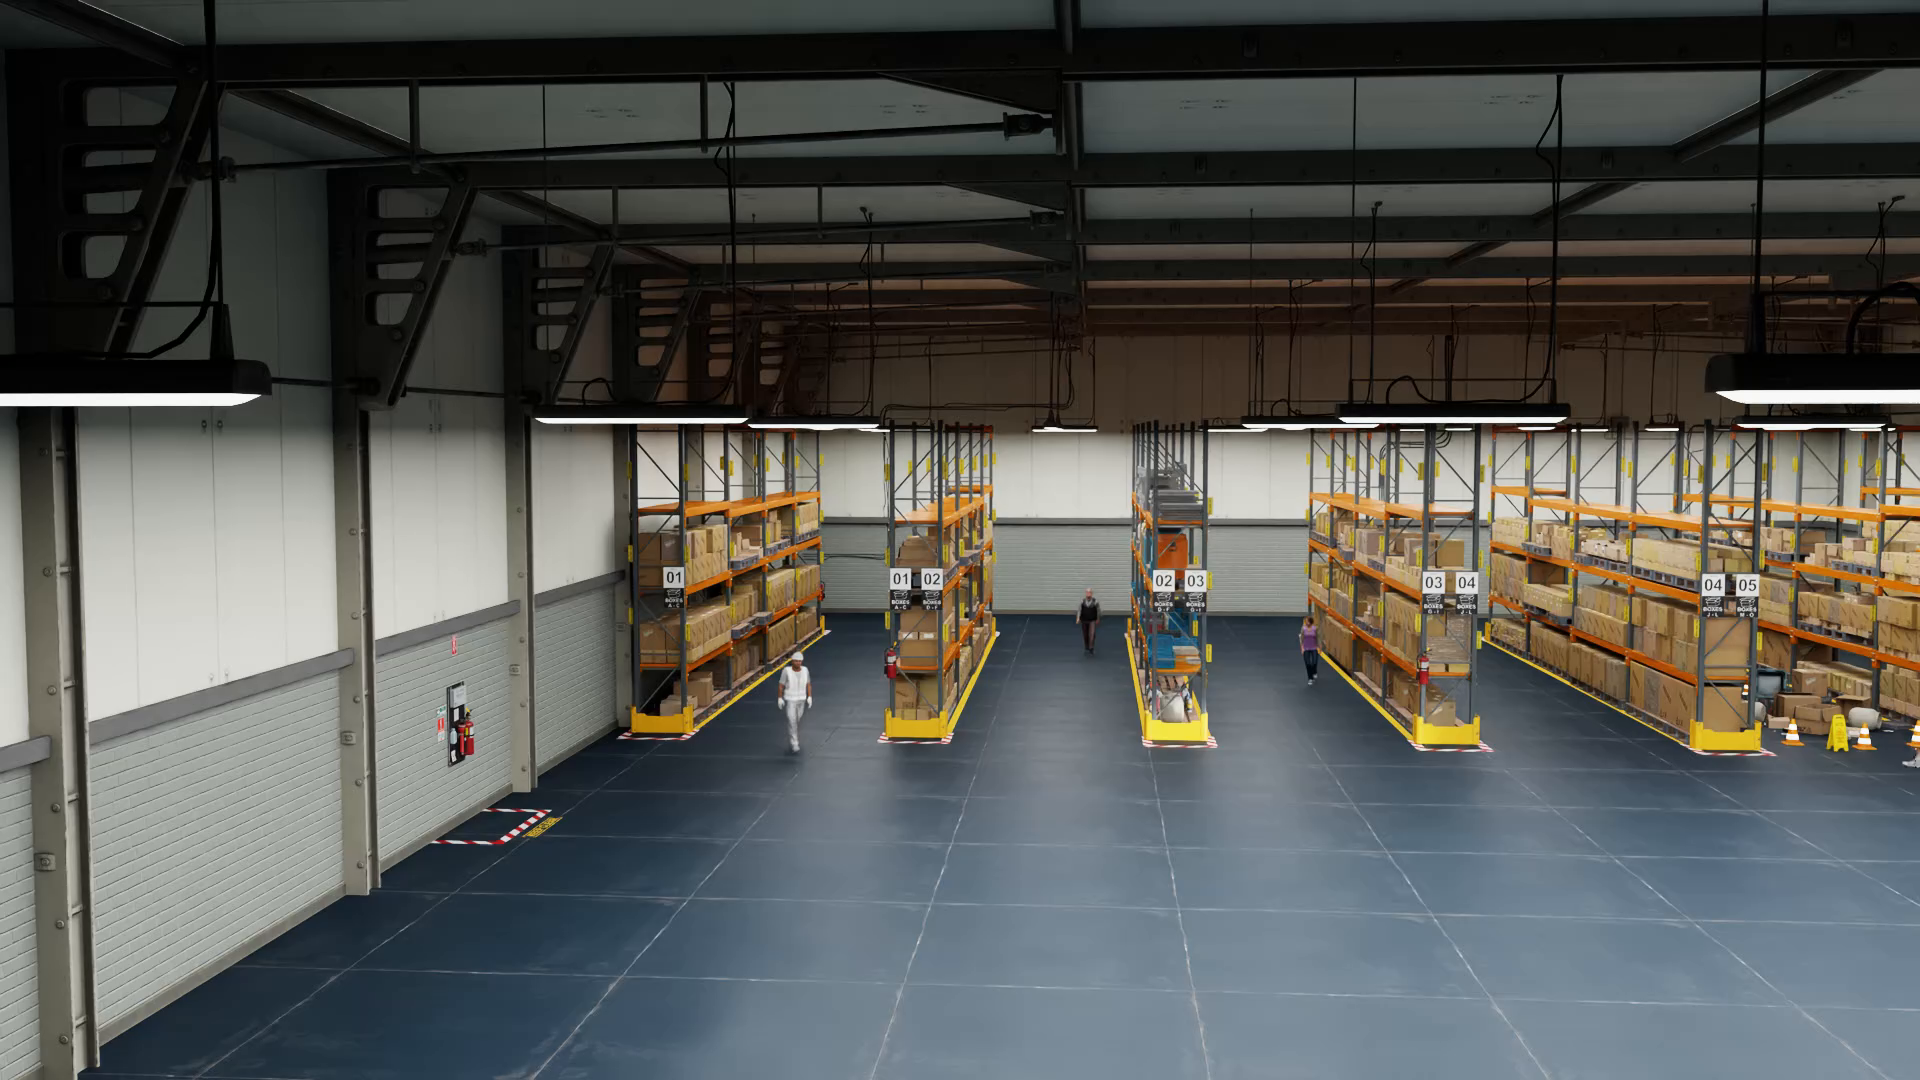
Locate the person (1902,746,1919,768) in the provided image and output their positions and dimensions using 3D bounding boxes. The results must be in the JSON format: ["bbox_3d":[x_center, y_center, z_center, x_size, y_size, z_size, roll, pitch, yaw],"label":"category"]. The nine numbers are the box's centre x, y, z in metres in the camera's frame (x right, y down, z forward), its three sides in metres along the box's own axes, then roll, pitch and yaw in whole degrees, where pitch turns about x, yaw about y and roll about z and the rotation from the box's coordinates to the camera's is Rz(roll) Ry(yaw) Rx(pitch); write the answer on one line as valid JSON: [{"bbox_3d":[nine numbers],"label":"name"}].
[{"bbox_3d":[16.709,3.099,28.423,1.042,1.620,0.494,1,4,21],"label":"person"}]

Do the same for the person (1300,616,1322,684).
[{"bbox_3d":[8.071,2.523,38.236,0.499,1.578,0.456,1,4,18],"label":"person"}]

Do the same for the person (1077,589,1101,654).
[{"bbox_3d":[3.371,2.117,43.540,0.623,1.659,1.069,0,4,8],"label":"person"}]

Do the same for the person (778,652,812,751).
[{"bbox_3d":[-2.975,2.908,30.291,0.576,1.736,0.943,-2,4,-33],"label":"person"}]
